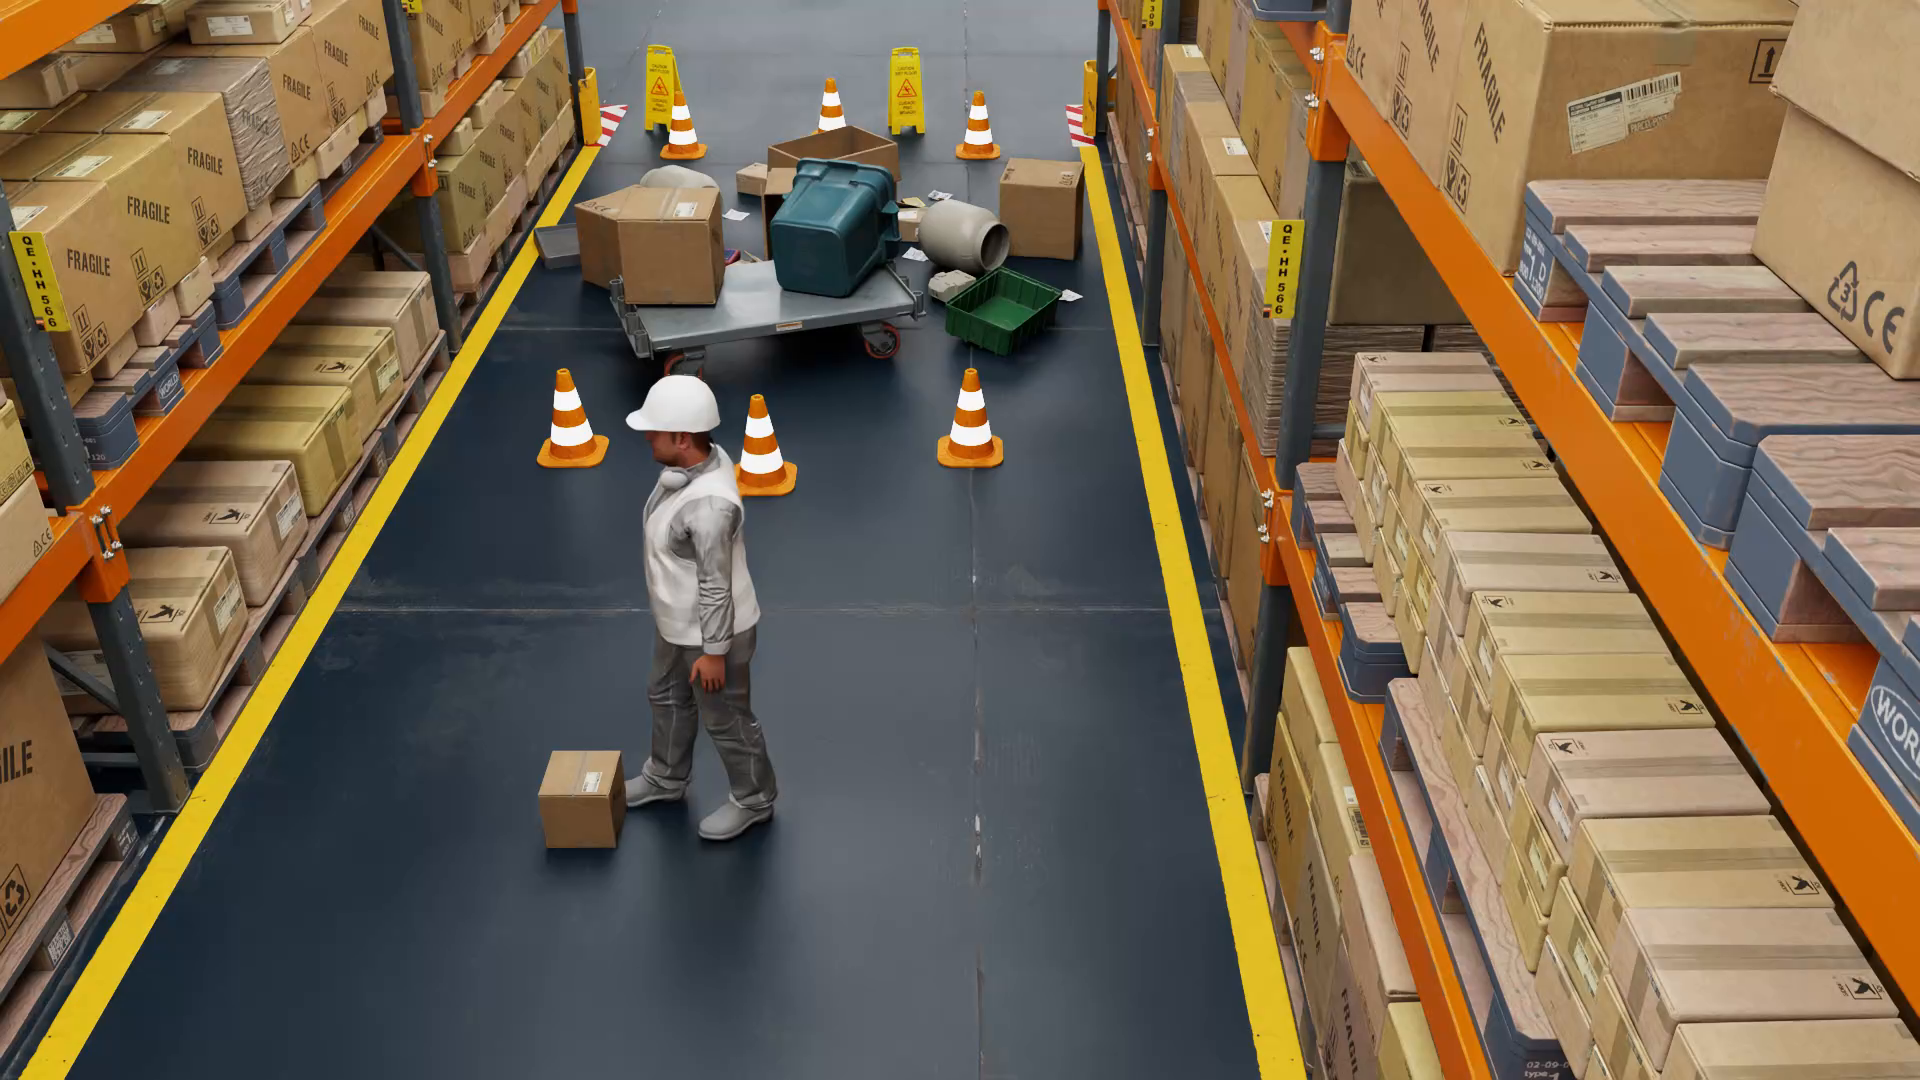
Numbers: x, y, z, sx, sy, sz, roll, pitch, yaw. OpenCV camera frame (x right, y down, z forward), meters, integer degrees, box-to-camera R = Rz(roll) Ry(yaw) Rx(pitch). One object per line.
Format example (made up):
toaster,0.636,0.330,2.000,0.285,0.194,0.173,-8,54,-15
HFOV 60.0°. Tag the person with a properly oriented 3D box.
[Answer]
person,-0.967,0.273,5.643,0.607,1.769,0.557,-10,33,-15
